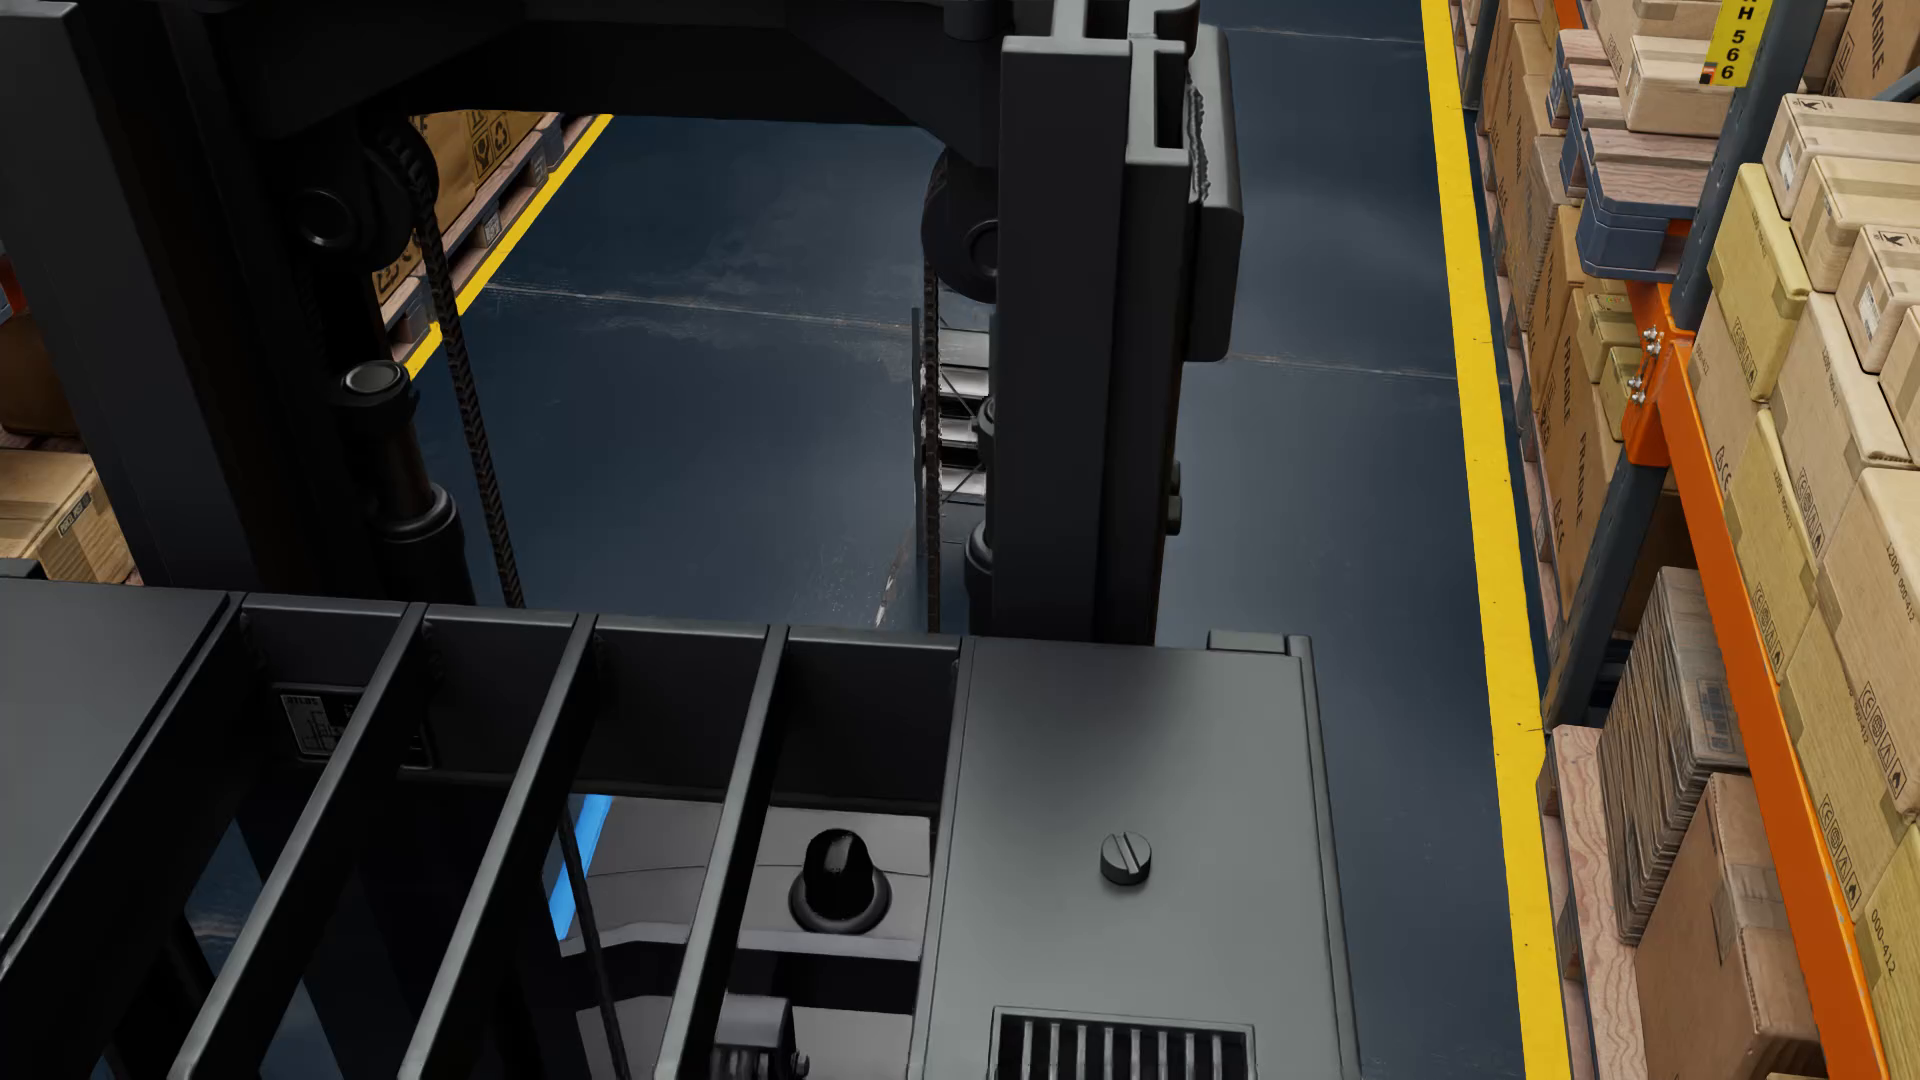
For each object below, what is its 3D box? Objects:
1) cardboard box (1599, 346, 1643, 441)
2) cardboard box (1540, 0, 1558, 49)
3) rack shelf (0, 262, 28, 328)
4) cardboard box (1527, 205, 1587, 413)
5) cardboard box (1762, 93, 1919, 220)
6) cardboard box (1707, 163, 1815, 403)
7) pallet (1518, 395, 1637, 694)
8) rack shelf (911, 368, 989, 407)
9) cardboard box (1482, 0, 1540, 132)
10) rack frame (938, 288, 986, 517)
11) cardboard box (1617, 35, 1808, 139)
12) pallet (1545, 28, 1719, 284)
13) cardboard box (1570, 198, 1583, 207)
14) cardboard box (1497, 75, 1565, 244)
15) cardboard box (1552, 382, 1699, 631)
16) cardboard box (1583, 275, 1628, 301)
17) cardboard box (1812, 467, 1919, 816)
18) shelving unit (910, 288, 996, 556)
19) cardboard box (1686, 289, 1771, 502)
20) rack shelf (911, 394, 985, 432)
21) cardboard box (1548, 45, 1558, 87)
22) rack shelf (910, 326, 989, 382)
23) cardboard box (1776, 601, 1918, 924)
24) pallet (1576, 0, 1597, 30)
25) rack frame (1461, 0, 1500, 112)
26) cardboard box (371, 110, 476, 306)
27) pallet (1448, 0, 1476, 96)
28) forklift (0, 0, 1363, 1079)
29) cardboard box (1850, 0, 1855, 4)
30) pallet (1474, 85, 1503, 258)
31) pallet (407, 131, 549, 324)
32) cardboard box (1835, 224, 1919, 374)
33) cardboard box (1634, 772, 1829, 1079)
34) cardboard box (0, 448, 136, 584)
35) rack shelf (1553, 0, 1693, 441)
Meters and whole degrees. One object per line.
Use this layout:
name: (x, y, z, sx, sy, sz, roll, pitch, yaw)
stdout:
cardboard box: (1.953, -0.383, 4.483, 0.380, 0.149, 0.250, 5, 40, 5)
cardboard box: (2.480, -2.015, 6.457, 0.380, 0.149, 0.250, 4, 40, 5)
rack shelf: (-3.119, 0.391, 2.988, 1.077, 0.370, 4.000, 6, 40, 8)
cardboard box: (2.163, -0.726, 5.406, 0.500, 0.500, 0.500, 8, 40, 10)
cardboard box: (1.772, -0.718, 3.177, 0.380, 0.149, 0.250, 8, 40, 9)
cardboard box: (1.775, -0.483, 3.206, 0.500, 0.250, 0.500, 6, 40, 8)
pallet: (2.283, 0.013, 5.068, 1.003, 0.211, 1.213, 6, 40, 8)
rack shelf: (0.001, -0.465, 4.876, 0.258, 0.077, 0.200, 6, 40, 8)
cardboard box: (2.504, -2.027, 6.980, 0.500, 0.500, 0.500, 8, 40, 10)
rack frame: (0.019, -0.416, 5.047, 0.240, 0.900, 0.006, 6, 40, 8)
cardboard box: (1.853, -1.116, 4.114, 0.380, 0.149, 0.250, 7, 40, 8)
pallet: (2.165, -0.956, 4.203, 1.213, 0.211, 1.003, 6, 40, 8)
cardboard box: (2.210, -1.212, 5.485, 0.380, 0.149, 0.250, 5, 40, 6)
cardboard box: (2.331, -1.379, 6.196, 0.500, 0.500, 0.500, 5, 40, 6)
cardboard box: (1.978, -0.084, 4.630, 0.500, 0.500, 0.500, 7, 40, 9)
cardboard box: (2.059, -0.718, 4.888, 0.380, 0.149, 0.250, 5, 40, 6)
cardboard box: (1.603, 0.160, 2.427, 0.500, 0.250, 0.500, 5, 40, 7)
shelving unit: (0.001, -0.352, 4.969, 0.258, 0.900, 0.210, 6, 40, 8)
cardboard box: (1.800, -0.288, 3.361, 0.500, 0.250, 0.500, 7, 40, 8)
rack shelf: (0.001, -0.396, 4.933, 0.258, 0.077, 0.200, 6, 40, 8)
cardboard box: (2.366, -1.689, 6.062, 0.380, 0.149, 0.250, 6, 40, 8)
rack shelf: (0.001, -0.534, 4.819, 0.258, 0.077, 0.200, 6, 40, 8)
cardboard box: (1.625, 0.352, 2.588, 0.500, 0.250, 0.500, 5, 40, 6)
pallet: (2.449, -1.744, 5.156, 1.003, 0.211, 1.213, 6, 40, 8)
rack frame: (2.809, -3.107, 6.654, 1.000, 3.000, 0.127, 6, 40, 8)
cardboard box: (-2.413, -1.469, 6.010, 0.875, 0.875, 0.875, 7, 40, 8)
pallet: (2.929, -2.463, 8.064, 1.003, 0.211, 1.213, 6, 40, 8)
forklift: (-0.299, 1.027, 1.708, 1.130, 2.935, 3.031, 3, 40, 4)
cardboard box: (2.217, -1.843, 4.715, 0.797, 0.503, 0.637, 6, 40, 7)
pallet: (2.706, -1.518, 6.920, 1.003, 0.211, 1.213, 6, 40, 8)
pallet: (-2.348, -1.317, 6.677, 1.003, 0.211, 1.213, 6, 40, 8)
cardboard box: (1.708, -0.386, 2.775, 0.380, 0.149, 0.250, 7, 40, 9)
cardboard box: (1.890, 0.957, 3.272, 0.875, 0.625, 0.625, 8, 40, 9)
cardboard box: (-2.880, 0.062, 4.553, 0.950, 0.372, 0.625, 4, 40, 5)
rack shelf: (2.463, -1.575, 5.365, 1.077, 0.370, 4.000, 6, 40, 8)
